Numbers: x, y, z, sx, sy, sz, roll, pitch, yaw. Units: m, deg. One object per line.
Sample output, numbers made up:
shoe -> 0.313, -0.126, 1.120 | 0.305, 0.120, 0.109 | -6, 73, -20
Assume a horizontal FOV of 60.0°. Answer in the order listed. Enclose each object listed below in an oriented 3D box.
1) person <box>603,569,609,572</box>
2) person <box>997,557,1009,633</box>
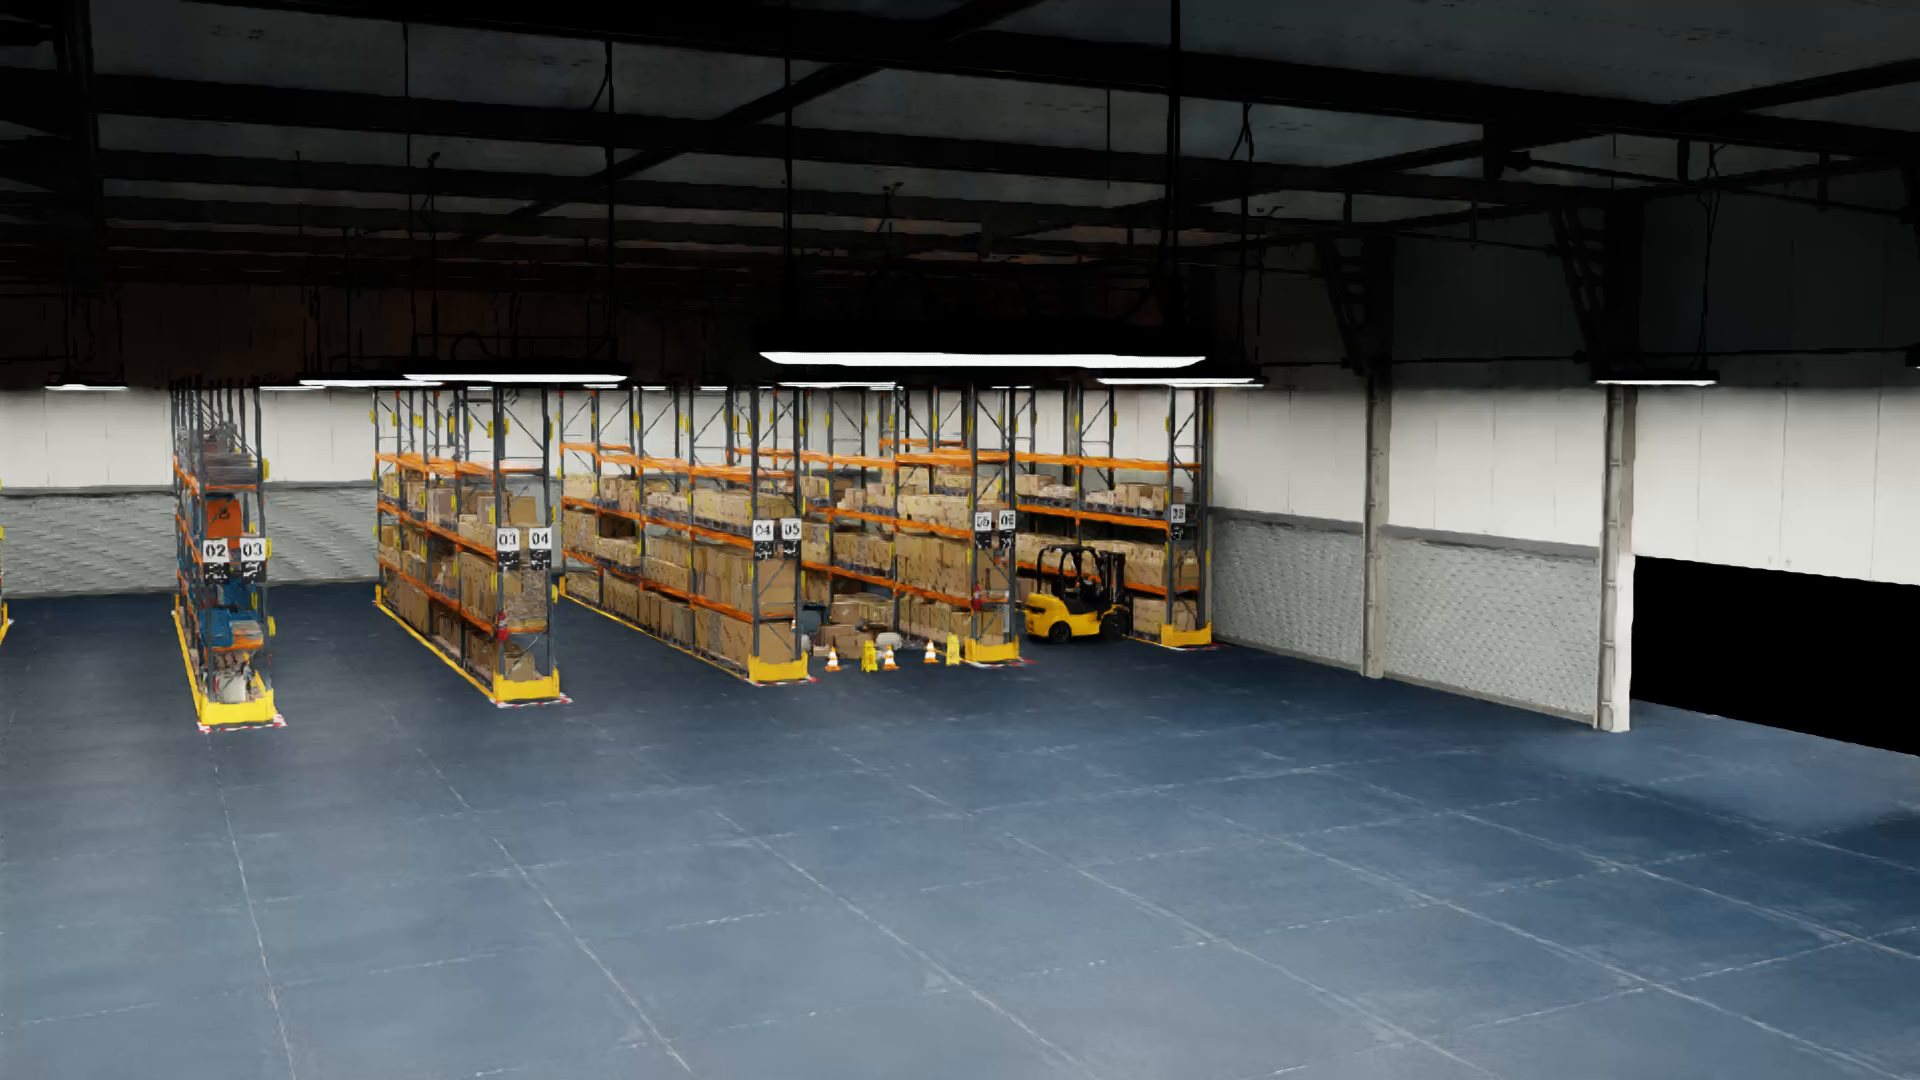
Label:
person -> -11.104, 0.171, 52.569 | 0.566, 1.784, 0.620 | 3, 6, 27
person -> 0.979, 1.298, 39.619 | 0.551, 1.782, 0.636 | 0, 5, 2
